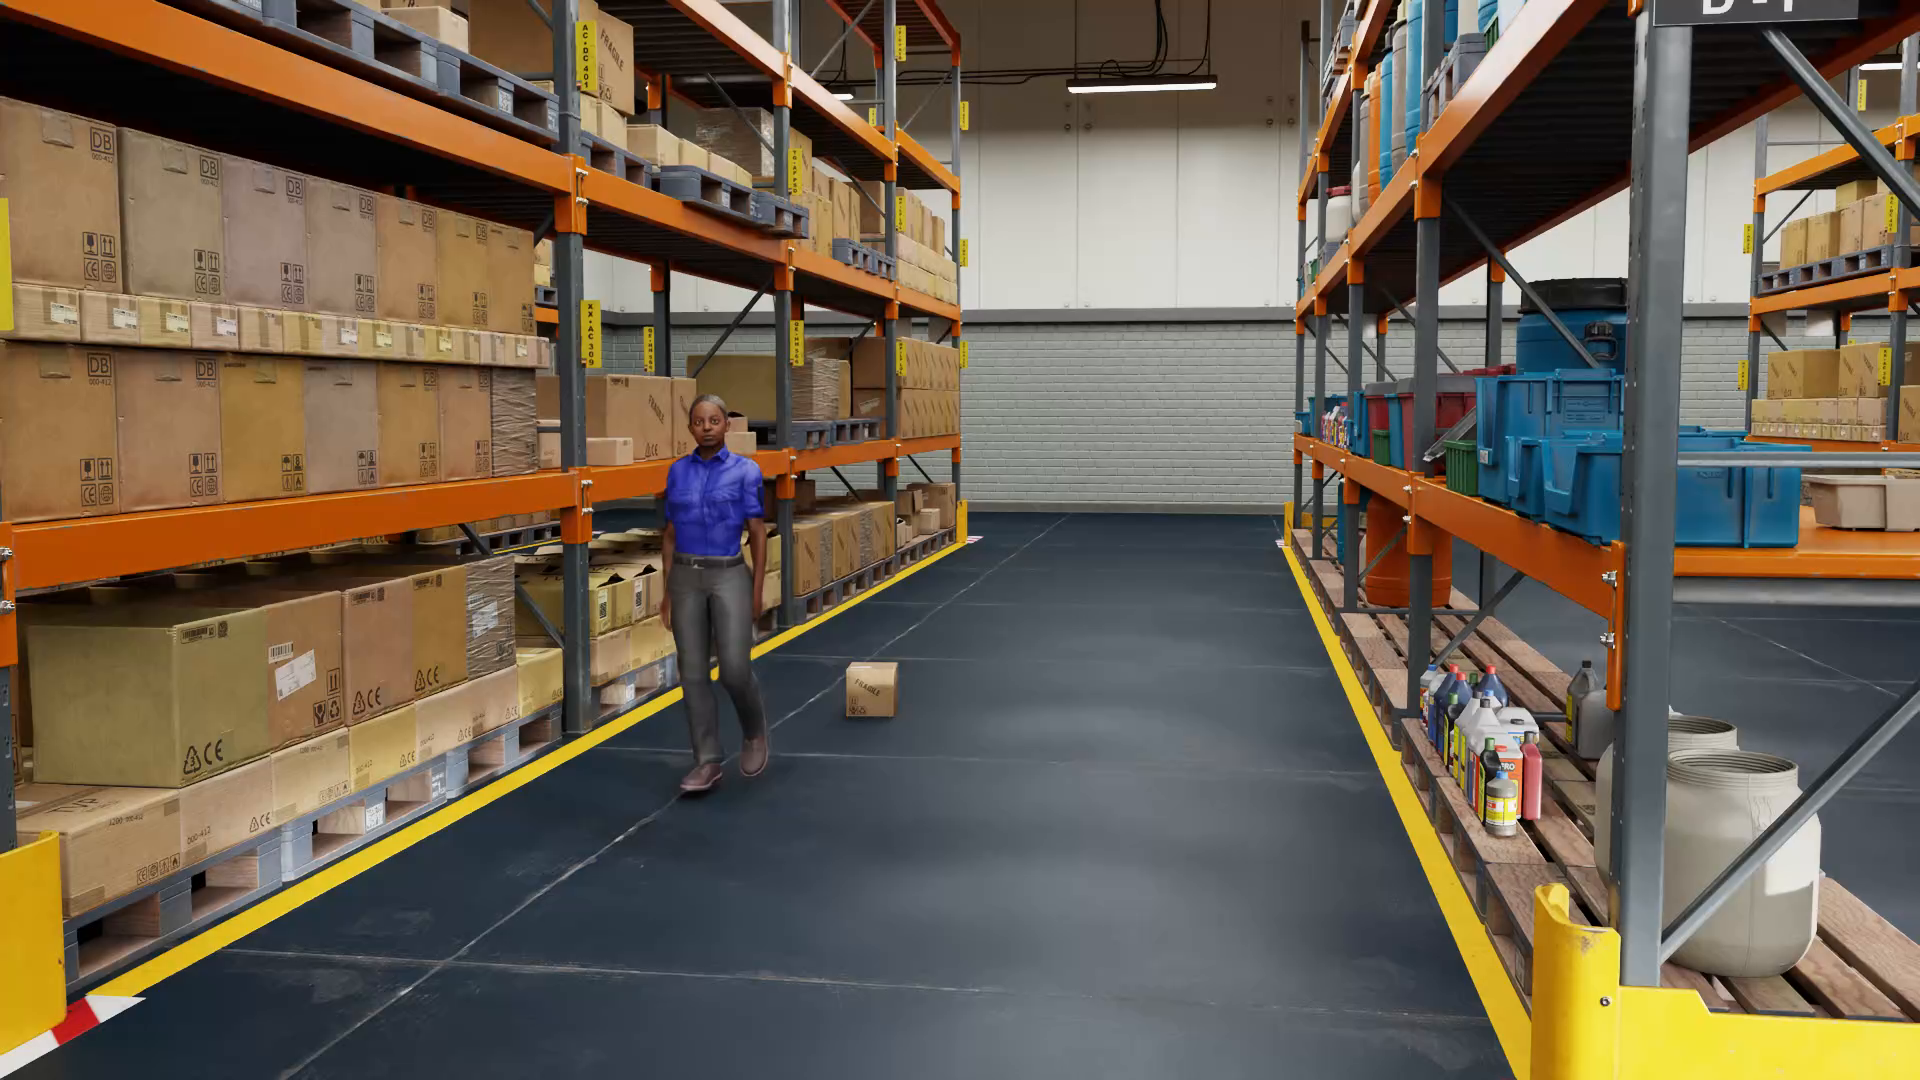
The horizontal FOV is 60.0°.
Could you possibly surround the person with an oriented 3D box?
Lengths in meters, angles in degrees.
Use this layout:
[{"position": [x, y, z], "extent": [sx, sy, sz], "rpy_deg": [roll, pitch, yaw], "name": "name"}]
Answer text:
[{"position": [-1.035, 0.211, 7.011], "extent": [0.443, 1.646, 0.472], "rpy_deg": [1, 5, 11], "name": "person"}]
